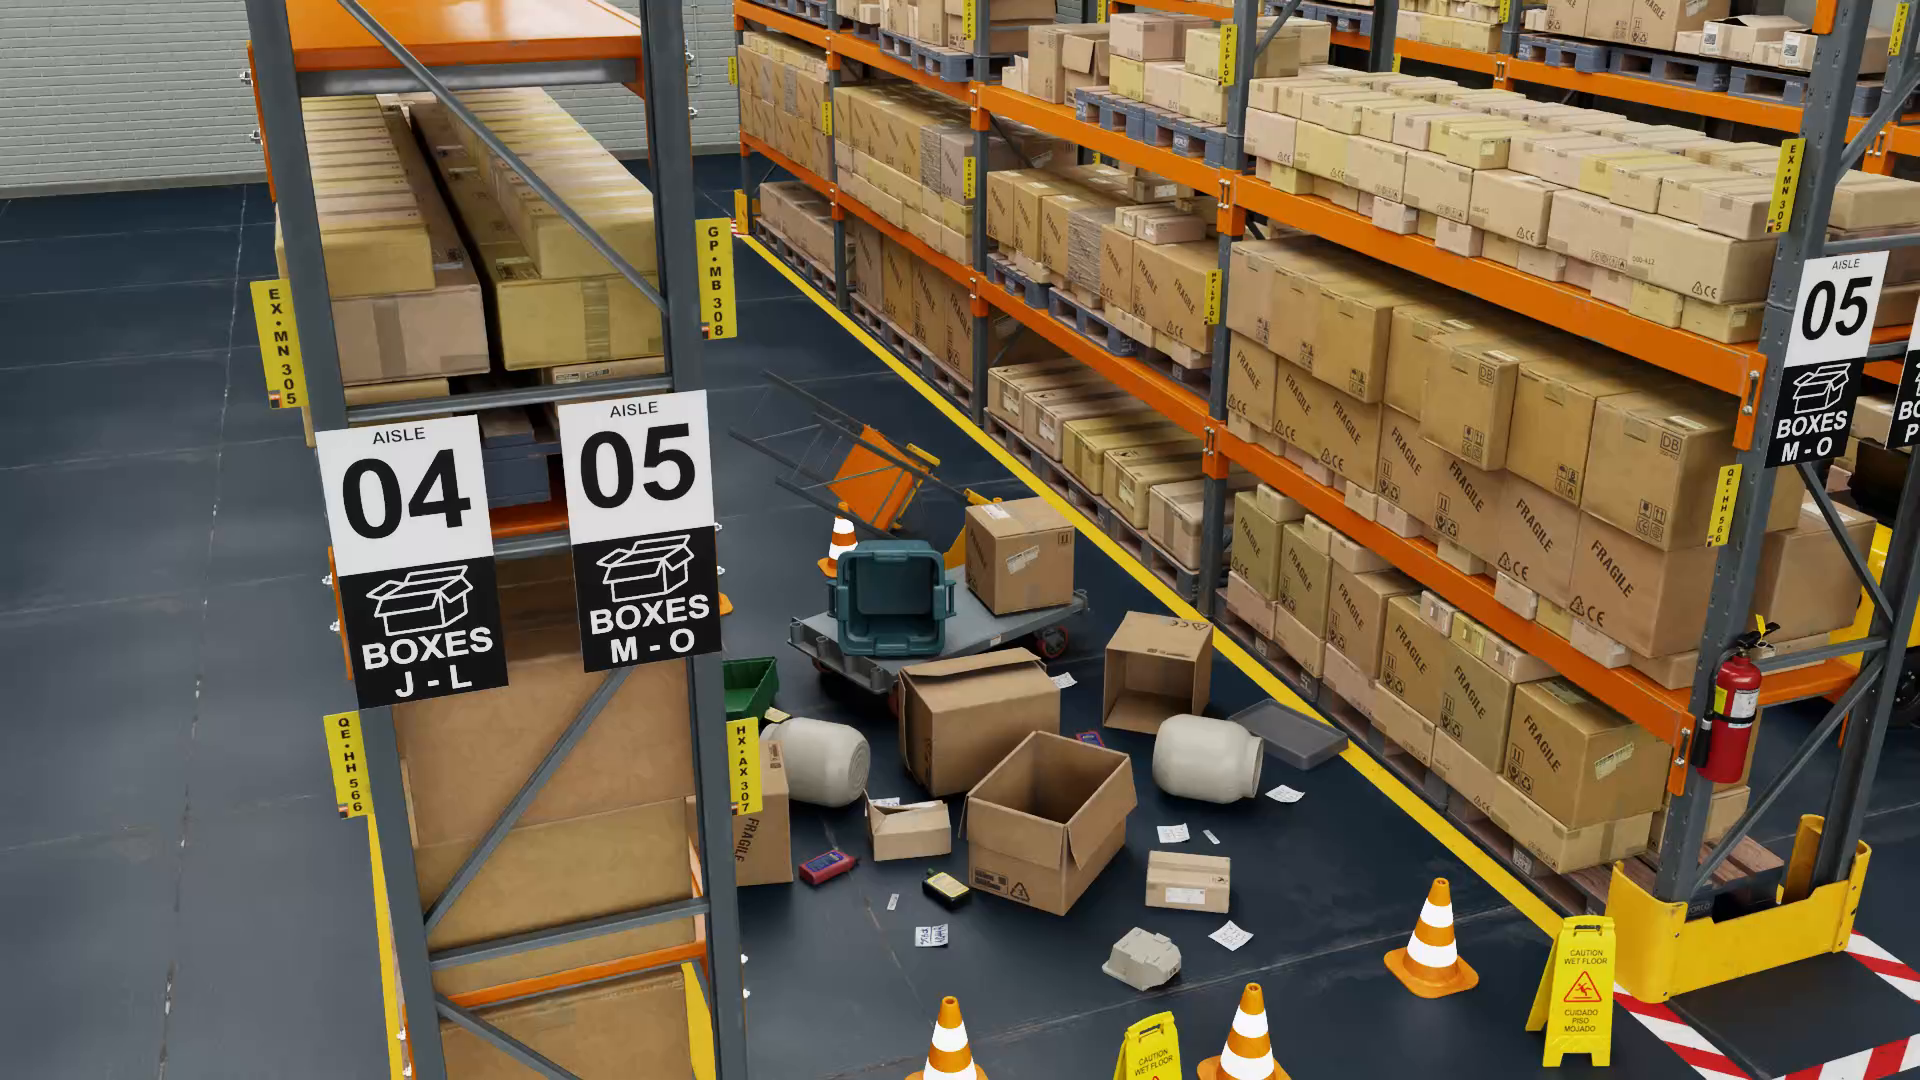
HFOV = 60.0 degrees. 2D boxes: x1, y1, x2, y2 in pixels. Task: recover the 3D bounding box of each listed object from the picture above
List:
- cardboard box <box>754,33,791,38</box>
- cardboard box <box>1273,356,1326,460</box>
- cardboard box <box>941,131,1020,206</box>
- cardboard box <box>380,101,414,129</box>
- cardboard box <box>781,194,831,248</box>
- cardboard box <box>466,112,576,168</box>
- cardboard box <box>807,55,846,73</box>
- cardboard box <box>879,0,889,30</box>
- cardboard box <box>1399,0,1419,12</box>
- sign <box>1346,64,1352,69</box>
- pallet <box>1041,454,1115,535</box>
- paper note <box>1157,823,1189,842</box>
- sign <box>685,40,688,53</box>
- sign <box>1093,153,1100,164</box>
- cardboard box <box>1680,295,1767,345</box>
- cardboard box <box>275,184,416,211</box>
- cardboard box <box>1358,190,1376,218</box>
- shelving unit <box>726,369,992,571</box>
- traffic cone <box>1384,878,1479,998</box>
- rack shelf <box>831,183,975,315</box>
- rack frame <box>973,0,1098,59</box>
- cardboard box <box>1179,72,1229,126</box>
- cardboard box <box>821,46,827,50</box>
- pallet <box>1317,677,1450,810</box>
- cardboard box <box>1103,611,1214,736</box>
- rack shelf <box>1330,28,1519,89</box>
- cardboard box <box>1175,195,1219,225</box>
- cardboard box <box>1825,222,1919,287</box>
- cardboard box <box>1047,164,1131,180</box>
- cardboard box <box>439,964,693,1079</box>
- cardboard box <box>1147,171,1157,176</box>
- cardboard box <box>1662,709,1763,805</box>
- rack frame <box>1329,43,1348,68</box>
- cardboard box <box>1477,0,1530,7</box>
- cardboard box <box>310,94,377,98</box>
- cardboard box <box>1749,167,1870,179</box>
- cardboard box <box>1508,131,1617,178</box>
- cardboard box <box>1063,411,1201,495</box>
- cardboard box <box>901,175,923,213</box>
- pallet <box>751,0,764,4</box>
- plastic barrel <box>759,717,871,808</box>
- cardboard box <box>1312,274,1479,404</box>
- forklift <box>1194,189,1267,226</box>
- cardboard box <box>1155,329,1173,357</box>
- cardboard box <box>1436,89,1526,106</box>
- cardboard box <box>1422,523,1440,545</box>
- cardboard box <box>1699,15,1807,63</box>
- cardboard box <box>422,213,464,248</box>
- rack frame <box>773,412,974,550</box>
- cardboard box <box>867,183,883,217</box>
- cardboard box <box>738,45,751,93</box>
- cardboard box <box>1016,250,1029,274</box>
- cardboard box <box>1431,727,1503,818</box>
[{"bbox_3d":[-2.208,-5.885,19.600,0.380,0.149,0.250,-8,24,-18],"label":"cardboard box"},{"bbox_3d":[2.100,-0.777,9.221,0.500,0.500,0.500,-8,24,-19],"label":"cardboard box"},{"bbox_3d":[0.165,-3.084,13.788,0.500,0.500,0.500,-9,24,-20],"label":"cardboard box"},{"bbox_3d":[-2.989,-2.043,8.397,0.500,0.250,0.500,-8,24,-18],"label":"cardboard box"},{"bbox_3d":[-1.576,-3.787,19.632,0.875,0.438,0.875,-8,24,-18],"label":"cardboard box"},{"bbox_3d":[-1.625,-1.488,6.184,0.380,0.149,0.250,-8,24,-18],"label":"cardboard box"},{"bbox_3d":[-1.404,-5.045,17.605,0.380,0.149,0.250,-9,24,-19],"label":"cardboard box"},{"bbox_3d":[-0.502,-4.680,14.763,0.396,0.266,0.258,-6,24,-15],"label":"cardboard box"},{"bbox_3d":[4.454,-5.171,15.975,0.380,0.149,0.250,-8,24,-17],"label":"cardboard box"},{"bbox_3d":[4.340,-5.172,18.668,0.100,0.325,0.005,-8,24,-19],"label":"sign"},{"bbox_3d":[1.295,-0.413,12.459,1.003,0.211,1.213,-8,24,-19],"label":"pallet"},{"bbox_3d":[1.063,1.456,8.272,0.148,0.019,0.142,0,23,-1],"label":"paper note"},{"bbox_3d":[-4.314,-7.518,25.376,0.327,0.218,0.001,-8,24,-19],"label":"sign"},{"bbox_3d":[1.097,-3.000,13.617,0.100,0.325,0.005,-8,24,-19],"label":"sign"},{"bbox_3d":[3.031,-0.876,6.428,0.380,0.149,0.250,-8,24,-19],"label":"cardboard box"},{"bbox_3d":[-1.790,-0.936,4.873,0.380,0.149,0.250,-8,24,-18],"label":"cardboard box"},{"bbox_3d":[2.253,-1.718,8.426,0.380,0.149,0.250,-9,25,-21],"label":"cardboard box"},{"bbox_3d":[-0.669,-0.453,11.089,1.500,0.587,1.083,28,7,-32],"label":"shelving unit"},{"bbox_3d":[2.060,1.672,7.188,0.336,0.463,0.334,-8,24,-19],"label":"traffic cone"},{"bbox_3d":[-0.114,-2.820,15.505,1.077,0.370,4.000,-8,24,-19],"label":"rack shelf"},{"bbox_3d":[0.593,-5.189,12.476,1.000,3.000,0.127,-8,24,-19],"label":"rack frame"},{"bbox_3d":[1.664,-2.671,10.014,0.500,0.250,0.500,-9,24,-20],"label":"cardboard box"},{"bbox_3d":[-1.342,-5.481,18.640,0.380,0.149,0.250,-8,24,-17],"label":"cardboard box"},{"bbox_3d":[2.711,0.997,9.114,1.003,0.211,1.213,-8,24,-19],"label":"pallet"},{"bbox_3d":[1.111,0.755,9.311,0.500,0.500,0.500,8,24,18],"label":"cardboard box"},{"bbox_3d":[4.528,-4.885,16.542,1.077,0.370,4.000,-8,24,-19],"label":"rack shelf"},{"bbox_3d":[1.690,-2.247,11.332,0.380,0.149,0.250,-7,24,-16],"label":"cardboard box"},{"bbox_3d":[3.490,-1.188,6.654,0.500,0.250,0.500,-9,24,-20],"label":"cardboard box"},{"bbox_3d":[1.013,-2.675,13.181,0.500,0.500,0.500,-9,25,-21],"label":"cardboard box"},{"bbox_3d":[-1.478,1.746,5.940,0.875,0.875,0.875,-8,24,-19],"label":"cardboard box"},{"bbox_3d":[2.802,-4.505,21.253,0.700,0.500,0.500,-7,24,-17],"label":"cardboard box"},{"bbox_3d":[3.384,0.870,7.857,0.500,0.500,0.500,-9,25,-21],"label":"cardboard box"},{"bbox_3d":[3.822,-4.561,18.709,1.000,3.000,0.127,-8,24,-19],"label":"rack frame"},{"bbox_3d":[4.837,-4.826,14.772,0.380,0.149,0.250,-8,24,-17],"label":"cardboard box"},{"bbox_3d":[-2.598,-1.766,6.843,0.380,0.149,0.250,-9,24,-19],"label":"cardboard box"},{"bbox_3d":[3.380,-1.399,6.641,0.380,0.149,0.250,-8,24,-19],"label":"cardboard box"},{"bbox_3d":[2.672,-1.711,7.383,0.380,0.149,0.250,-9,24,-21],"label":"cardboard box"},{"bbox_3d":[1.314,-0.658,12.291,0.950,0.372,0.625,-8,24,-17],"label":"cardboard box"},{"bbox_3d":[-0.201,-3.096,14.784,0.500,0.250,0.500,-9,24,-20],"label":"cardboard box"},{"bbox_3d":[-1.962,-6.405,19.337,1.003,0.211,1.213,-8,24,-19],"label":"pallet"},{"bbox_3d":[-0.754,1.133,8.516,0.512,0.421,0.421,8,24,18],"label":"plastic barrel"},{"bbox_3d":[2.270,-1.051,8.583,0.700,0.500,0.500,-9,24,-20],"label":"cardboard box"},{"bbox_3d":[2.729,-2.612,14.173,3.031,2.935,1.130,1,23,2],"label":"forklift"},{"bbox_3d":[1.489,-1.297,10.747,0.380,0.149,0.250,-9,25,-21],"label":"cardboard box"},{"bbox_3d":[2.708,-2.253,8.669,0.380,0.149,0.250,-8,24,-17],"label":"cardboard box"},{"bbox_3d":[2.565,-0.067,8.370,0.380,0.149,0.250,-8,24,-19],"label":"cardboard box"},{"bbox_3d":[5.893,-3.743,12.352,0.500,0.311,0.500,-9,25,-21],"label":"cardboard box"},{"bbox_3d":[-1.787,-0.813,5.097,0.500,0.250,0.500,-8,24,-19],"label":"cardboard box"},{"bbox_3d":[-0.460,-0.272,10.651,1.500,0.500,0.032,28,7,-32],"label":"rack frame"},{"bbox_3d":[-0.562,-3.237,15.761,0.500,0.250,0.500,-9,24,-19],"label":"cardboard box"},{"bbox_3d":[-2.330,-5.625,19.818,0.500,0.500,0.500,-9,24,-20],"label":"cardboard box"},{"bbox_3d":[0.656,-2.146,12.762,0.380,0.149,0.250,-10,25,-22],"label":"cardboard box"},{"bbox_3d":[2.706,1.109,8.256,0.500,0.250,0.500,-8,24,-19],"label":"cardboard box"}]
